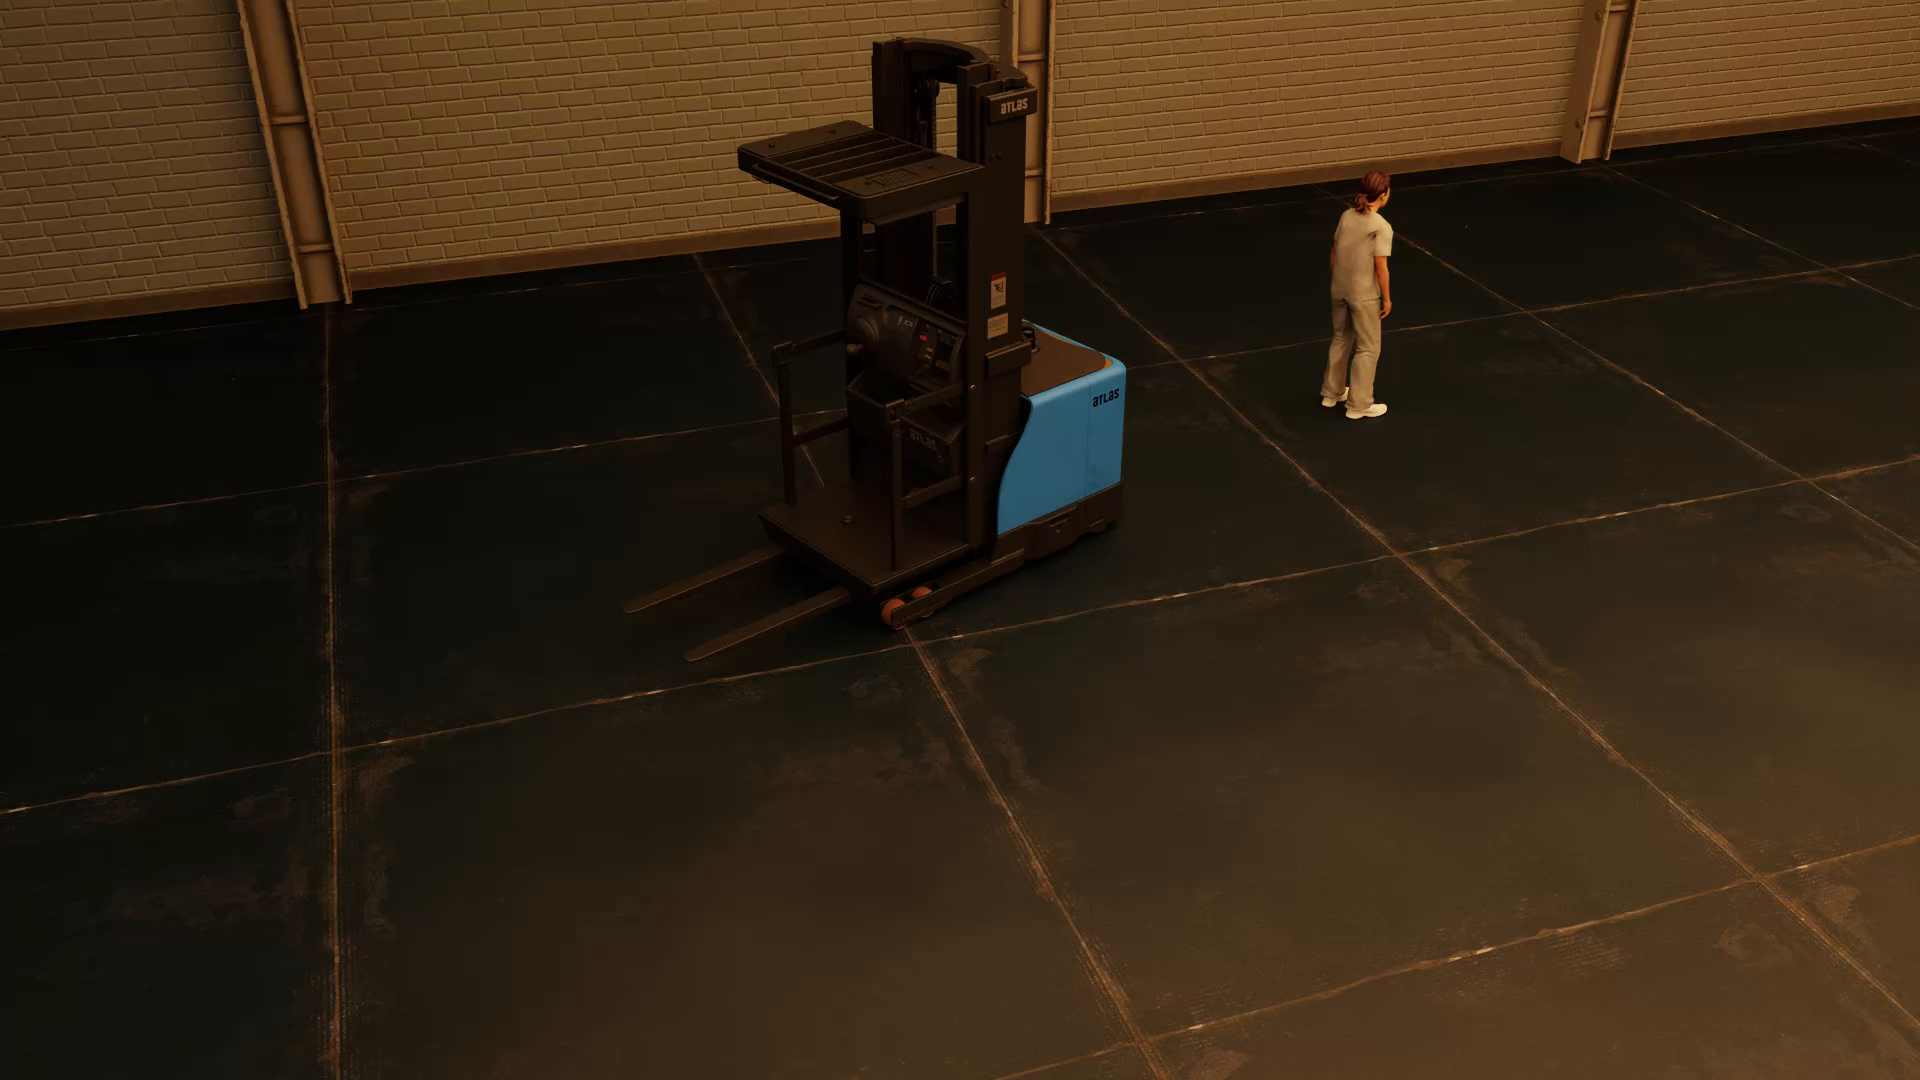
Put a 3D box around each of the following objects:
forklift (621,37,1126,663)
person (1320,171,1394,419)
[{"bbox_3d":[-0.461,-1.072,8.951,3.031,2.935,1.130,-23,37,-34],"label":"forklift"},{"bbox_3d":[2.697,-1.659,11.232,0.353,1.673,0.504,-19,35,-29],"label":"person"}]
